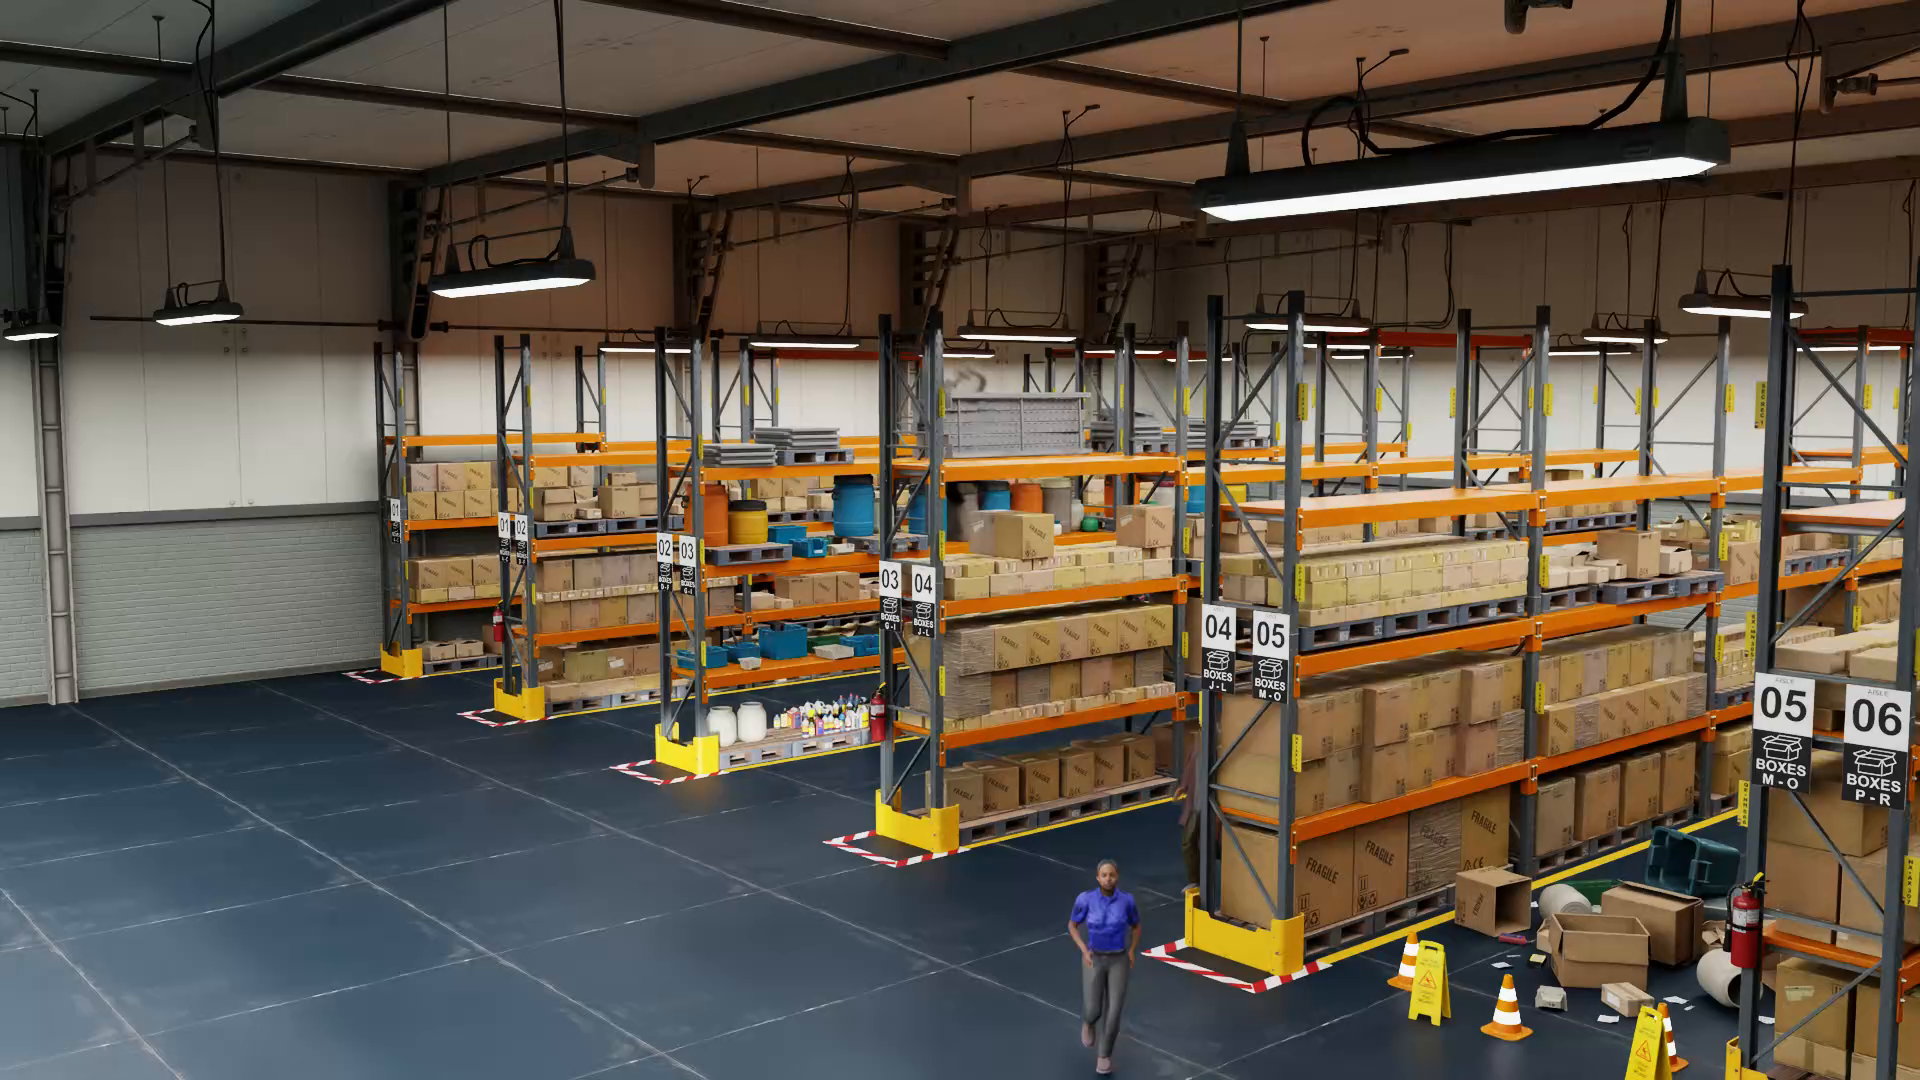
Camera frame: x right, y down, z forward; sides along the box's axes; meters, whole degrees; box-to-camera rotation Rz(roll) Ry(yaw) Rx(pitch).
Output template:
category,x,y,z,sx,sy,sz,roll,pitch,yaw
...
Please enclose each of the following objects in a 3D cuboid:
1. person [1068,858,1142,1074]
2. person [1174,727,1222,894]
category,x,y,z,sx,sy,sz,roll,pitch,yaw
person,1.112,3.213,12.658,0.564,1.609,0.532,0,5,-2
person,2.544,2.741,17.129,0.715,1.735,0.826,5,7,42
